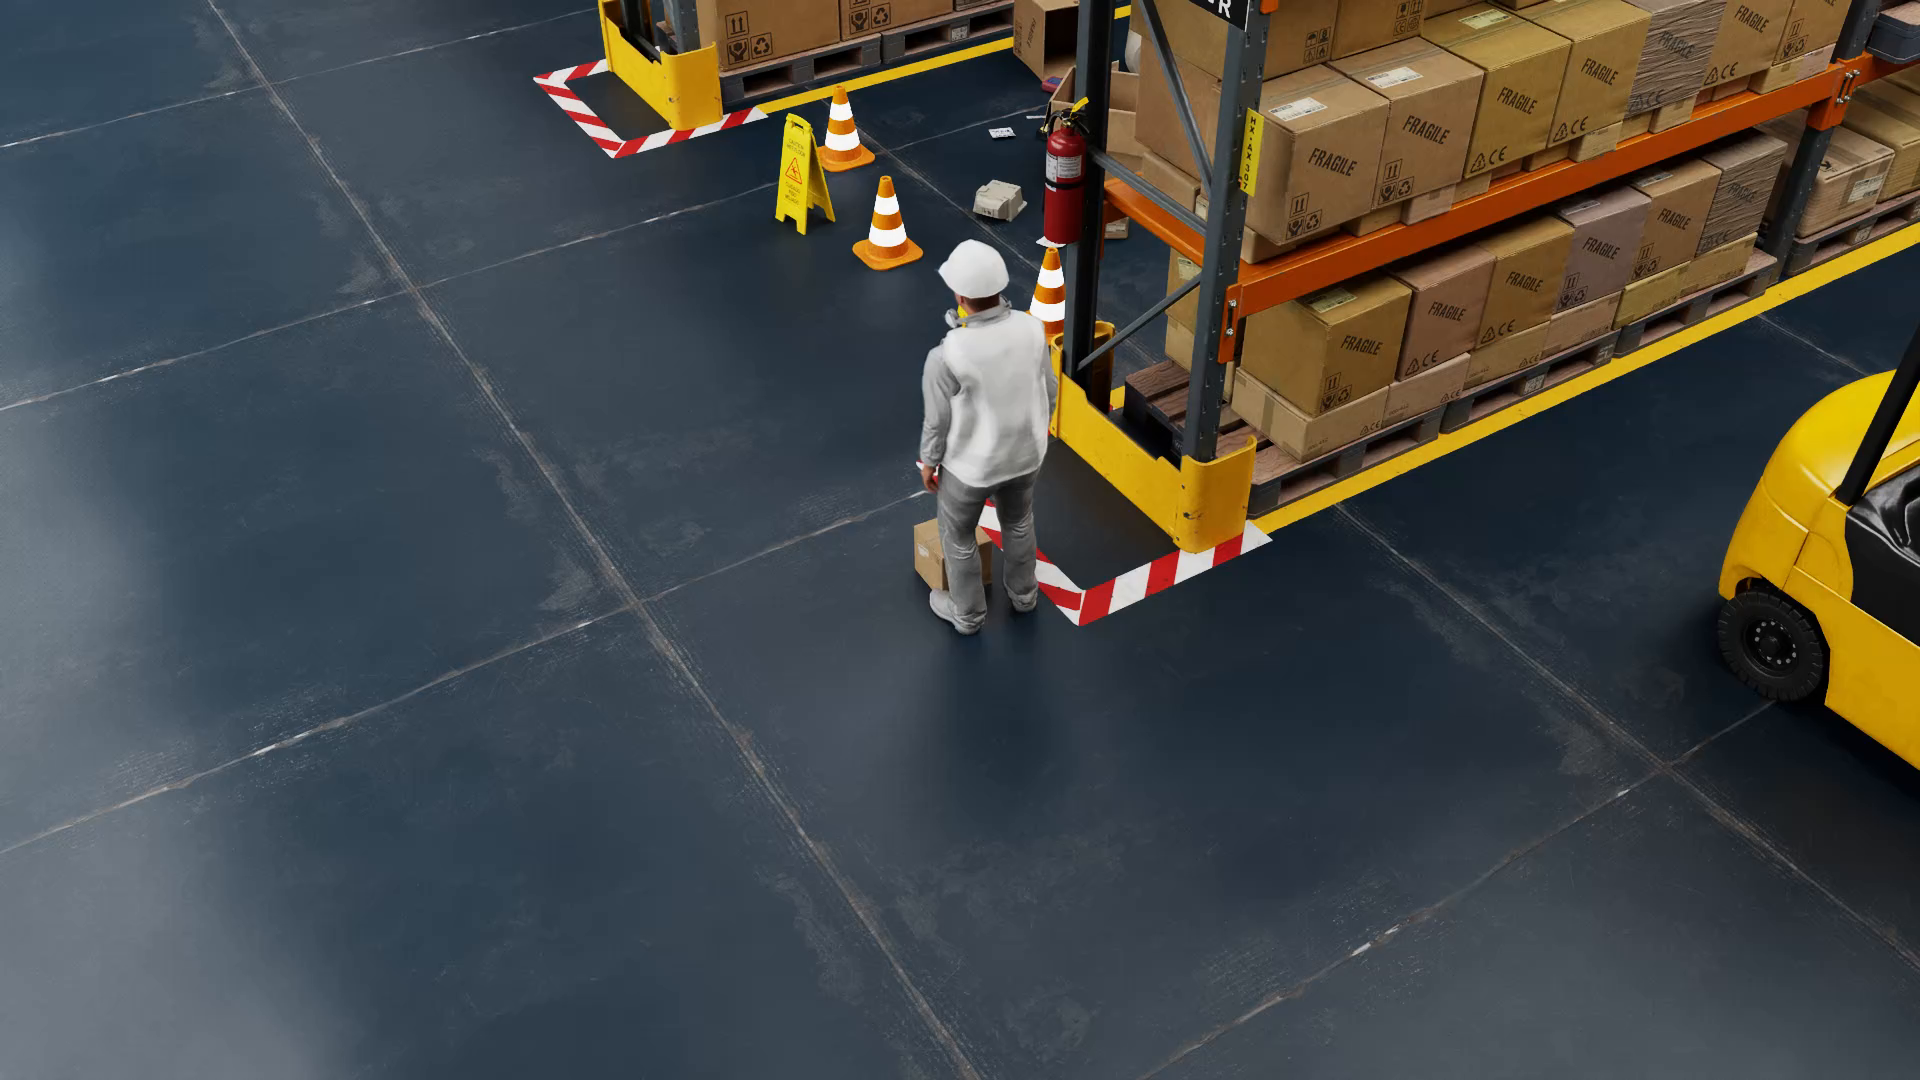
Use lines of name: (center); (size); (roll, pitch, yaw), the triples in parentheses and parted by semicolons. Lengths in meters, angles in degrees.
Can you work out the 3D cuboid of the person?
person: (0.105, -0.368, 6.568); (0.578, 1.770, 0.463); (-19, 44, -21)
